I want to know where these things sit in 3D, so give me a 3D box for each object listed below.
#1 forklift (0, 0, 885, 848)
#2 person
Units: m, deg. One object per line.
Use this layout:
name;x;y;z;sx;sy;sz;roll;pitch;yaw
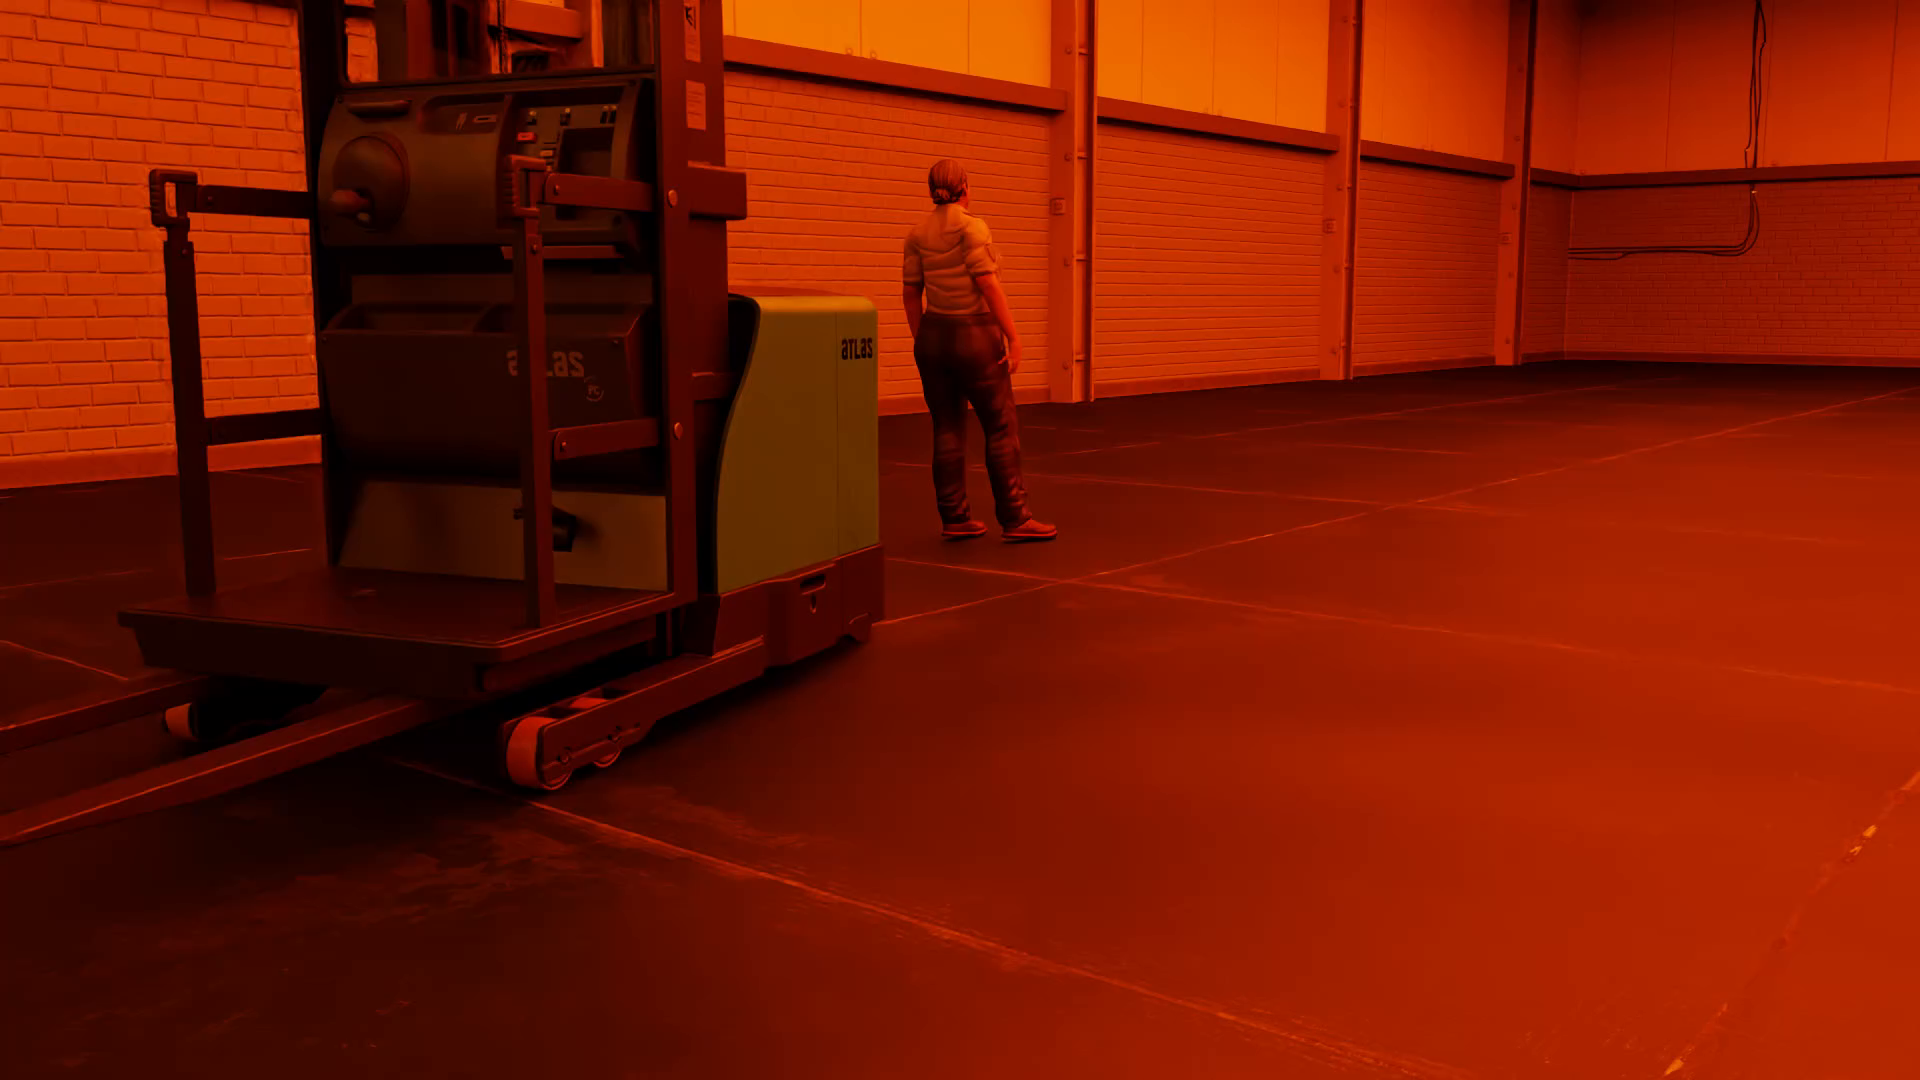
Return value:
forklift;-1.270;-0.968;3.901;1.130;2.935;3.031;3;9;22
person;0.074;-0.831;7.339;0.598;1.651;0.503;7;11;38
